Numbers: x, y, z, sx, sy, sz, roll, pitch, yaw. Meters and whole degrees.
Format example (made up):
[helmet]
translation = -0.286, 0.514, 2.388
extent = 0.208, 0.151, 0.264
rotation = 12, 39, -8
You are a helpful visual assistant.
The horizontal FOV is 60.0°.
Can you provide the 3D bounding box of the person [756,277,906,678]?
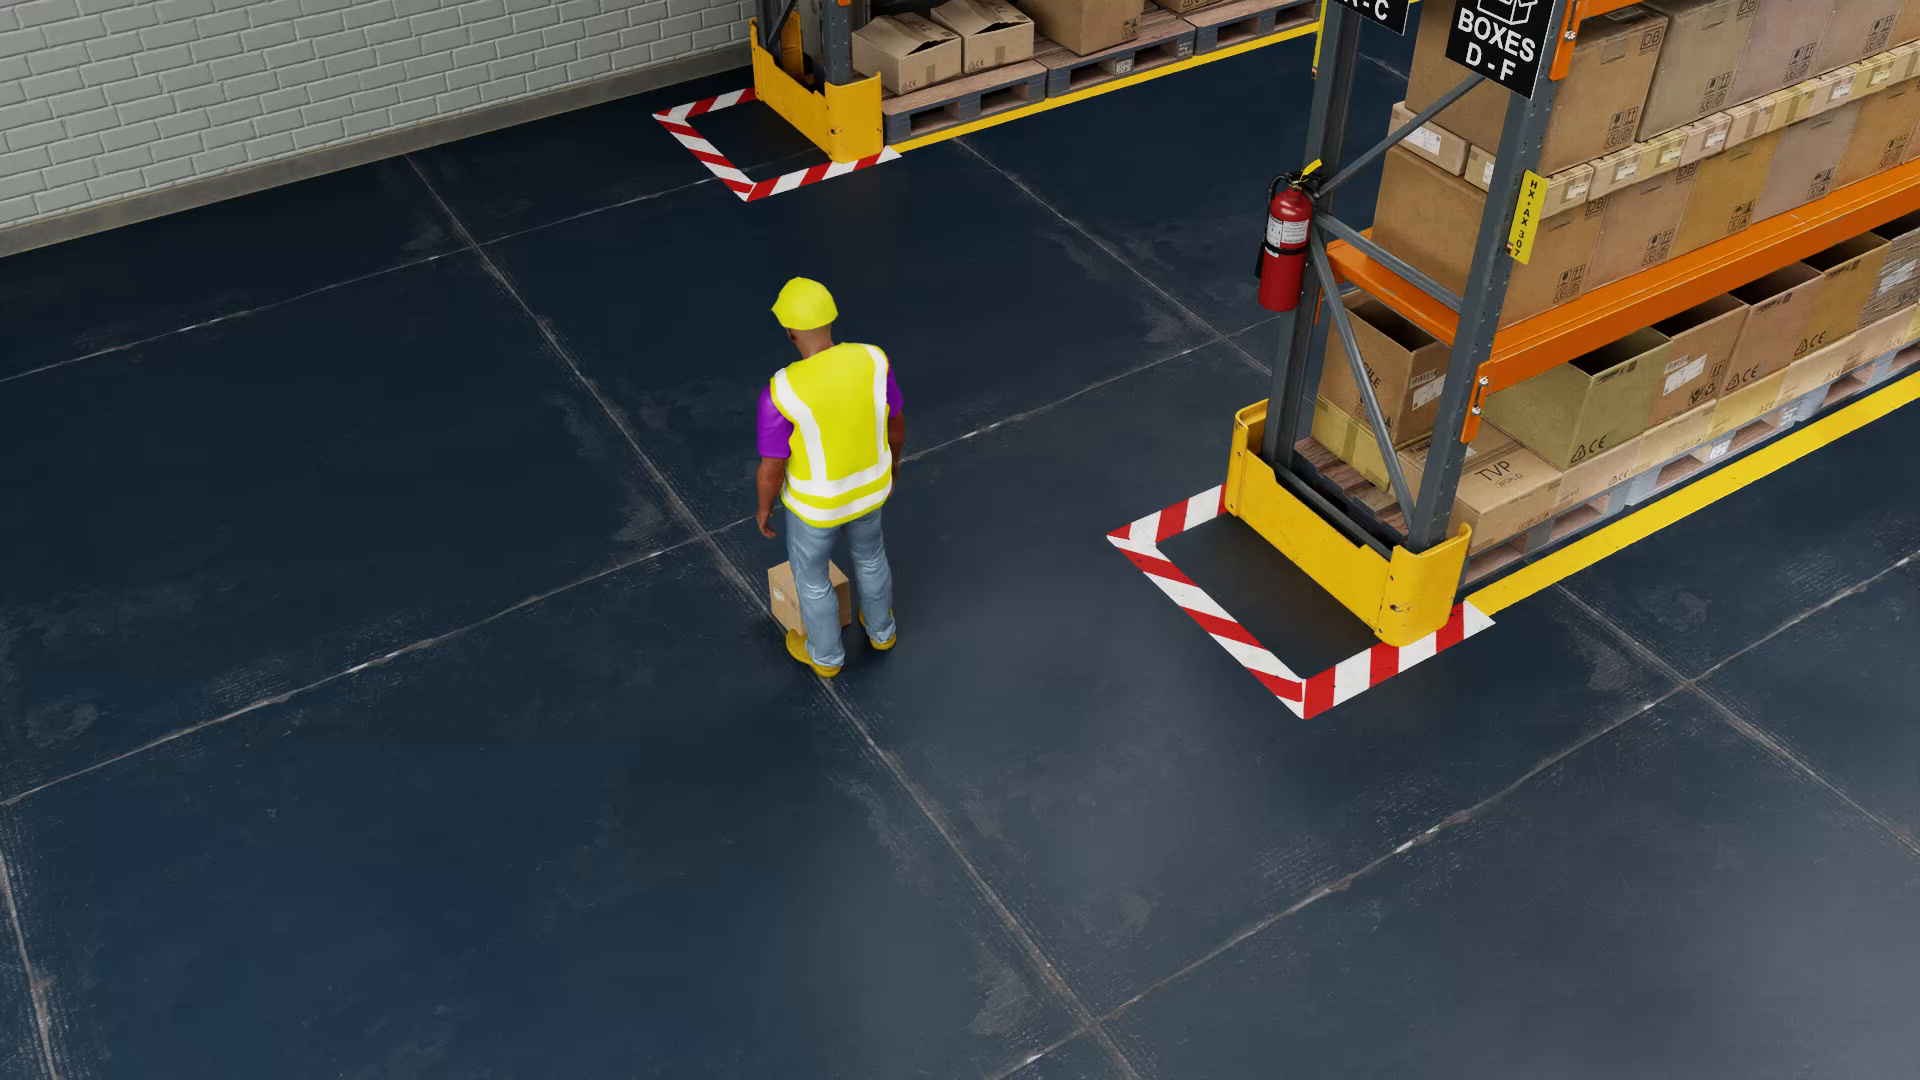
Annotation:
[person]
translation = -0.497, -0.215, 6.395
extent = 0.628, 1.761, 0.457
rotation = -22, 45, -24
